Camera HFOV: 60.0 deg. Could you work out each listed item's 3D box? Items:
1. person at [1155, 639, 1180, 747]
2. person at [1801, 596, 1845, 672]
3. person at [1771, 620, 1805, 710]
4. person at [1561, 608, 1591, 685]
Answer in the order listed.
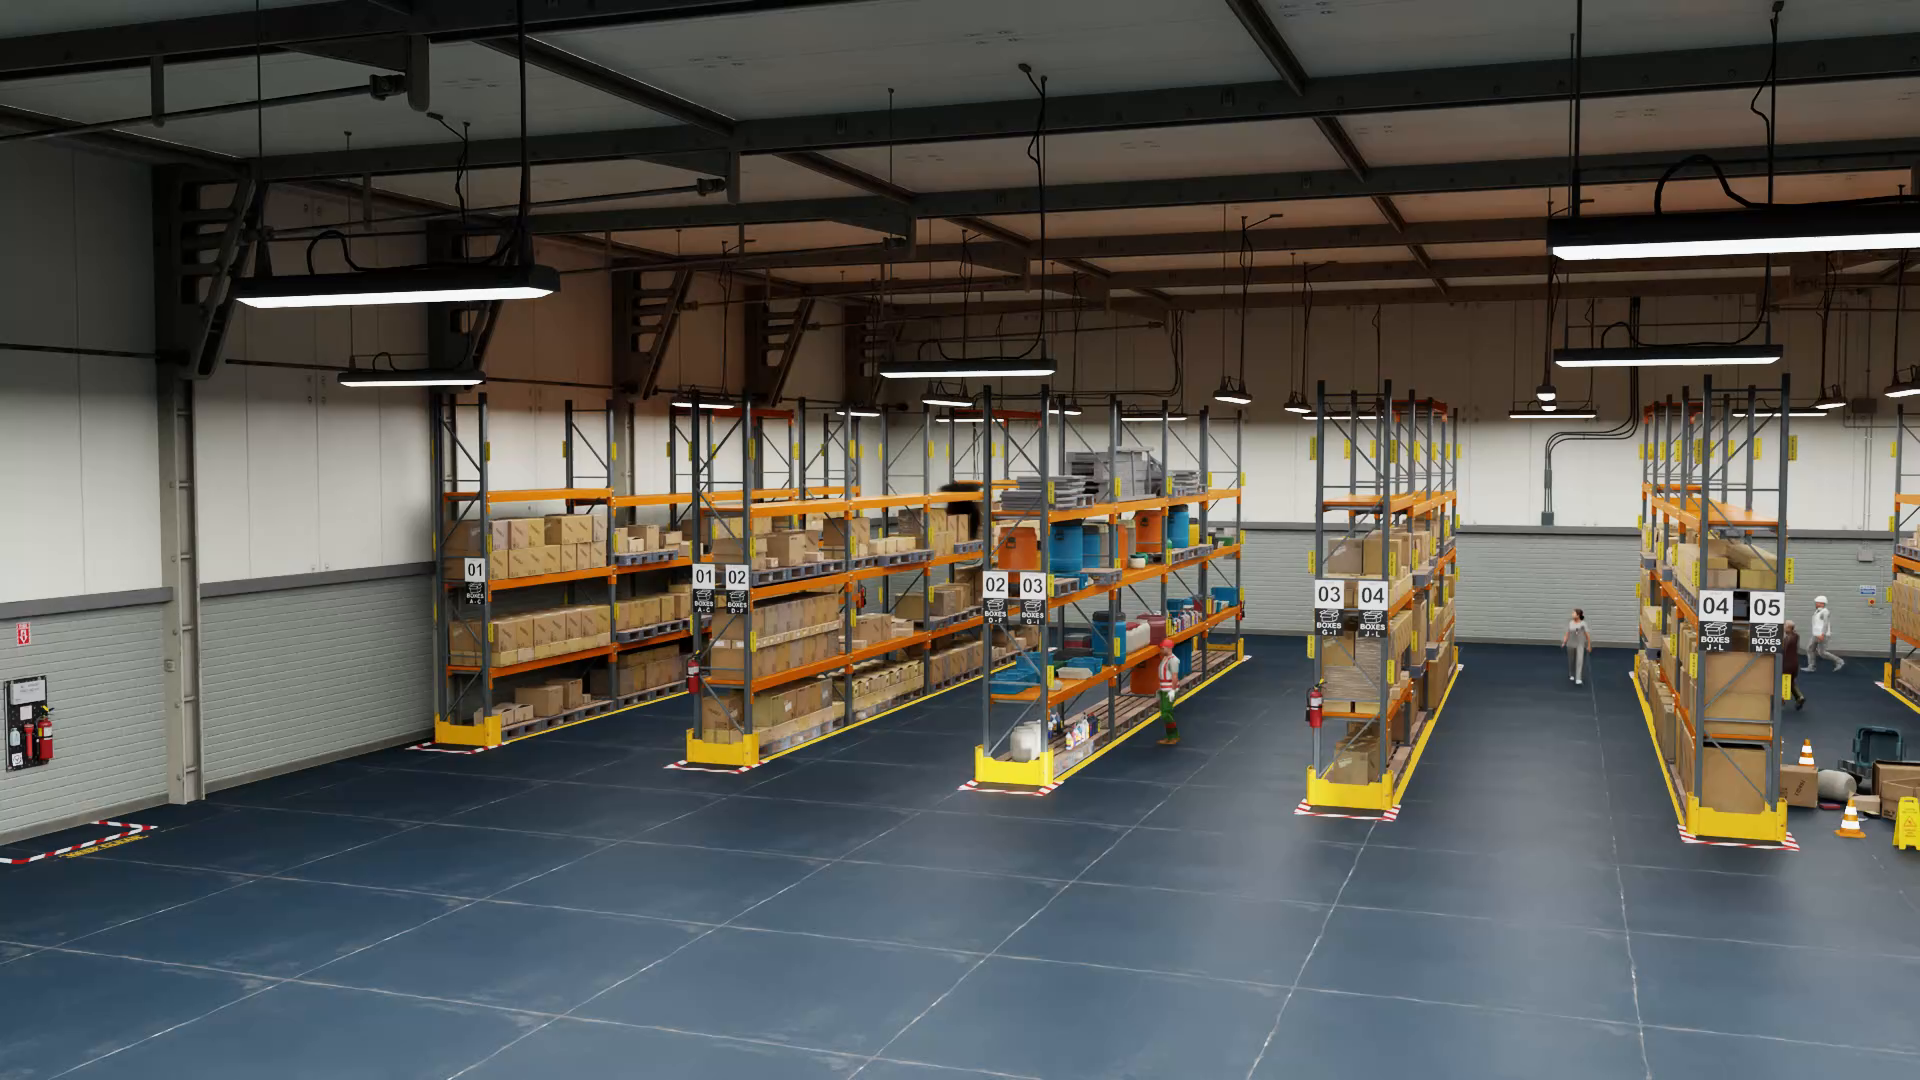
[{"bbox_3d":[3.553,2.596,28.368,0.370,1.802,0.588,0,3,-9],"label":"person"},{"bbox_3d":[19.477,2.126,37.532,0.856,1.739,0.567,1,3,14],"label":"person"},{"bbox_3d":[16.013,2.422,32.254,0.656,1.749,0.693,-1,3,-23],"label":"person"},{"bbox_3d":[13.246,2.280,35.743,0.613,1.614,1.048,1,3,22],"label":"person"}]
